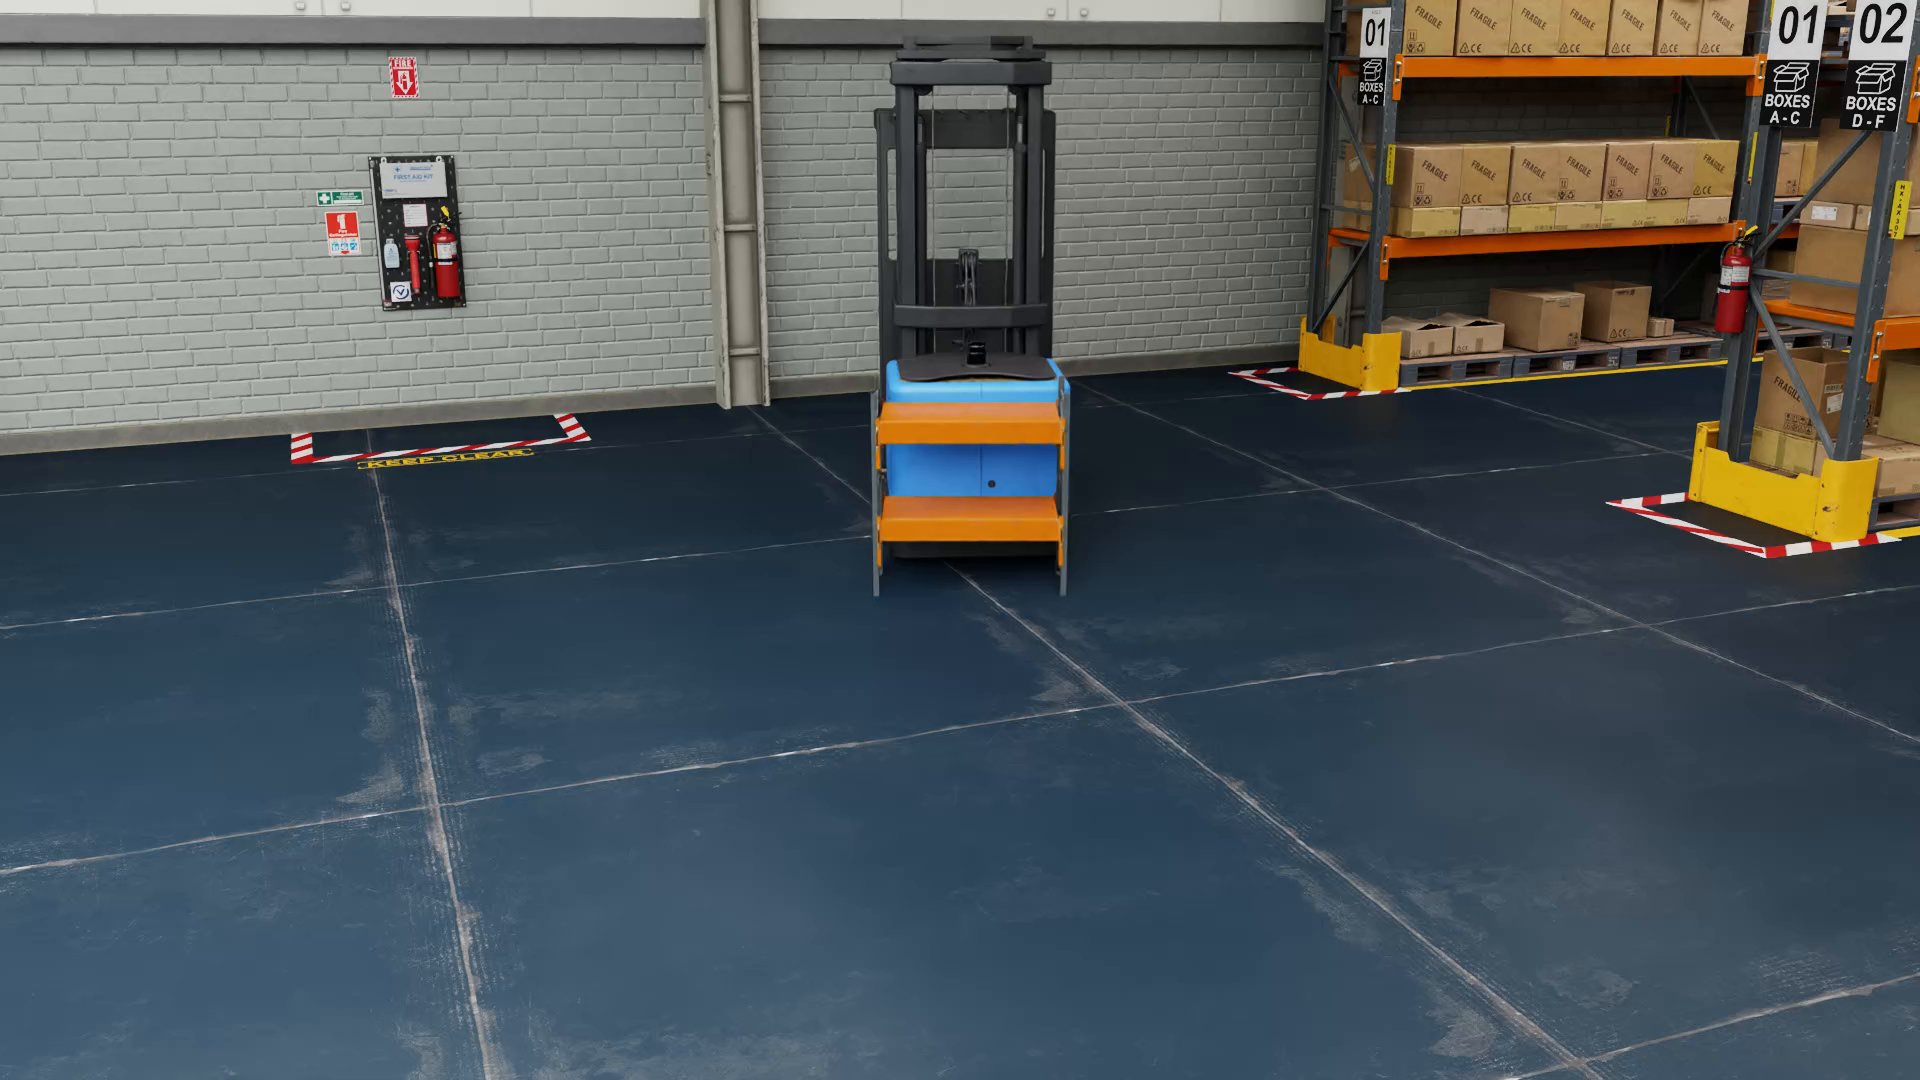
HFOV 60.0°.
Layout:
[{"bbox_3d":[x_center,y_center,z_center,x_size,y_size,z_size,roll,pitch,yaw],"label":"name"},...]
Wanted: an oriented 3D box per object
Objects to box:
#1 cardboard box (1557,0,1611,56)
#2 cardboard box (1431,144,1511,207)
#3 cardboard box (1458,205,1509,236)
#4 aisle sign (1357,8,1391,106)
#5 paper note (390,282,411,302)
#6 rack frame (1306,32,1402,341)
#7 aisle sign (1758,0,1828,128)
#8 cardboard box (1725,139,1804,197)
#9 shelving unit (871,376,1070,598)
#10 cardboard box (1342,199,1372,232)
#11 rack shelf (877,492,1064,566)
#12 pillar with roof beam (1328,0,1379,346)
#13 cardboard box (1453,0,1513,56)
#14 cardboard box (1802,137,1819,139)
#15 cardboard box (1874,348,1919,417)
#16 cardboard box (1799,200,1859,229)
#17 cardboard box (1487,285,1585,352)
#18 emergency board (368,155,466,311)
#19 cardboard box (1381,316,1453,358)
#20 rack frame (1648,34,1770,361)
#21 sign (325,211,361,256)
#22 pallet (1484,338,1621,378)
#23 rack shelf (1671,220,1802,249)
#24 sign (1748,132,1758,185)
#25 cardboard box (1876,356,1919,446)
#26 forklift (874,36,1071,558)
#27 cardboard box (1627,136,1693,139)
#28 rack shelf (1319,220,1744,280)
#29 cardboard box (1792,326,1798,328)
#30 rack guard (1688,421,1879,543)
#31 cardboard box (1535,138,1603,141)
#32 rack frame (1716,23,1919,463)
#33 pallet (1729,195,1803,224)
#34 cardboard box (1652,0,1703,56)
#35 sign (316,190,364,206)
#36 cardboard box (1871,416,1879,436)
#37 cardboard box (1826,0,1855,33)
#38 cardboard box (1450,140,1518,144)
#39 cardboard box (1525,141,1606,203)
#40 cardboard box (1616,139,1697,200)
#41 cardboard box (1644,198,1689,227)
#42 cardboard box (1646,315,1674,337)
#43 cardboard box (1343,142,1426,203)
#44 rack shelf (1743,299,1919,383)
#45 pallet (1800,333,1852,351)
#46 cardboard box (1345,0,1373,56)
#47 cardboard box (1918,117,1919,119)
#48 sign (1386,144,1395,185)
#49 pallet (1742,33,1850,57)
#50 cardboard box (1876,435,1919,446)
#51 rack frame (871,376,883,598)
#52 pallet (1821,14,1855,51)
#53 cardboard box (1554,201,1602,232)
[{"bbox_3d":[5.326,-4.516,14.617,0.500,0.500,0.500,-5,17,-17],"label":"cardboard box"},{"bbox_3d":[4.452,-3.207,14.597,0.500,0.500,0.500,-6,17,-20],"label":"cardboard box"},{"bbox_3d":[4.483,-2.853,14.721,0.500,0.250,0.500,-7,18,-22],"label":"cardboard box"},{"bbox_3d":[3.474,-4.055,13.969,0.004,0.787,0.394,-6,17,-20],"label":"aisle sign"},{"bbox_3d":[-4.336,-1.925,12.895,0.142,0.148,0.016,-6,17,-20],"label":"paper note"},{"bbox_3d":[3.434,-2.894,14.629,0.127,3.000,1.000,-6,17,-20],"label":"rack frame"},{"bbox_3d":[5.043,-2.909,10.066,0.004,0.787,0.394,-6,17,-20],"label":"aisle sign"},{"bbox_3d":[7.656,-3.598,16.070,0.500,0.500,0.700,-6,17,-20],"label":"cardboard box"},{"bbox_3d":[0.054,-0.298,9.118,1.048,1.125,0.538,0,16,0],"label":"shelving unit"},{"bbox_3d":[3.801,-2.929,14.981,0.500,0.250,0.500,-6,17,-19],"label":"cardboard box"},{"bbox_3d":[0.054,-0.064,9.187,1.000,0.278,0.538,0,16,0],"label":"rack shelf"},{"bbox_3d":[5.318,-4.938,10.942,0.400,9.000,9.100,-6,17,-20],"label":"pillar with roof beam"},{"bbox_3d":[4.350,-4.403,14.232,0.500,0.500,0.500,-5,17,-16],"label":"cardboard box"},{"bbox_3d":[8.784,-3.727,16.510,0.500,0.500,0.700,-4,17,-12],"label":"cardboard box"},{"bbox_3d":[6.532,-1.070,11.221,0.500,0.500,0.500,-6,17,-20],"label":"cardboard box"},{"bbox_3d":[5.498,-2.039,10.388,0.250,0.149,0.380,-6,18,-21],"label":"cardboard box"},{"bbox_3d":[5.347,-2.070,15.479,0.500,0.500,0.700,-7,18,-24],"label":"cardboard box"},{"bbox_3d":[-4.146,-2.348,12.770,0.643,1.169,0.194,-6,17,-20],"label":"emergency board"},{"bbox_3d":[4.112,-1.861,15.102,0.500,0.311,0.500,-8,18,-26],"label":"cardboard box"},{"bbox_3d":[7.169,-3.297,16.002,0.127,3.000,1.000,-6,17,-20],"label":"rack frame"},{"bbox_3d":[-4.700,-2.336,12.667,0.234,0.329,0.001,-6,17,-20],"label":"sign"},{"bbox_3d":[5.413,-1.758,15.710,1.213,0.211,1.003,-6,17,-20],"label":"pallet"},{"bbox_3d":[9.036,-3.153,16.790,4.000,0.370,1.077,-6,17,-20],"label":"rack shelf"},{"bbox_3d":[5.028,-2.404,10.486,0.005,0.325,0.100,-6,17,-20],"label":"sign"},{"bbox_3d":[6.256,-0.879,10.572,0.500,0.500,0.500,-6,17,-20],"label":"cardboard box"},{"bbox_3d":[0.019,-1.667,10.572,1.130,2.935,3.031,-1,16,-4],"label":"forklift"},{"bbox_3d":[6.655,-3.602,15.940,0.500,0.500,0.500,-7,18,-21],"label":"cardboard box"},{"bbox_3d":[5.301,-2.750,15.417,4.000,0.370,1.077,-6,17,-20],"label":"rack shelf"},{"bbox_3d":[8.315,-2.453,16.782,0.500,0.500,0.700,-7,18,-21],"label":"cardboard box"},{"bbox_3d":[5.187,-0.389,10.536,0.348,0.500,1.175,-6,17,-20],"label":"rack guard"},{"bbox_3d":[5.703,-3.502,15.600,0.500,0.500,0.500,-6,17,-19],"label":"cardboard box"},{"bbox_3d":[5.210,-1.591,10.192,0.127,3.000,1.000,-6,17,-20],"label":"rack frame"},{"bbox_3d":[7.934,-3.244,16.161,1.213,0.211,1.003,-6,17,-20],"label":"pallet"},{"bbox_3d":[6.309,-4.630,15.005,0.500,0.500,0.500,-8,18,-25],"label":"cardboard box"},{"bbox_3d":[-4.692,-2.589,12.586,0.331,0.109,0.001,-6,17,-20],"label":"sign"},{"bbox_3d":[6.067,-0.658,11.151,0.500,0.250,0.500,-6,17,-20],"label":"cardboard box"},{"bbox_3d":[8.283,-4.991,15.860,0.500,0.311,0.500,-6,17,-18],"label":"cardboard box"},{"bbox_3d":[4.752,-3.396,15.239,0.500,0.500,0.500,-7,18,-22],"label":"cardboard box"},{"bbox_3d":[5.414,-3.313,14.956,0.500,0.500,0.500,-6,17,-18],"label":"cardboard box"},{"bbox_3d":[6.374,-3.414,15.299,0.500,0.500,0.500,-6,17,-20],"label":"cardboard box"},{"bbox_3d":[6.367,-3.059,15.422,0.500,0.250,0.500,-6,17,-20],"label":"cardboard box"},{"bbox_3d":[6.680,-2.087,16.129,0.250,0.166,0.380,-9,18,-27],"label":"cardboard box"},{"bbox_3d":[3.798,-3.295,14.894,0.500,0.500,0.500,-6,18,-21],"label":"cardboard box"},{"bbox_3d":[7.077,-1.447,10.980,4.000,0.370,1.077,-6,17,-20],"label":"rack shelf"},{"bbox_3d":[9.036,-2.162,17.086,1.213,0.211,1.003,-6,17,-20],"label":"pallet"},{"bbox_3d":[3.733,-4.499,14.559,0.500,0.500,0.500,-5,17,-16],"label":"cardboard box"},{"bbox_3d":[6.189,-2.365,10.347,0.500,0.500,0.700,-7,18,-22],"label":"cardboard box"},{"bbox_3d":[3.628,-3.166,14.021,0.005,0.325,0.100,-6,17,-20],"label":"sign"},{"bbox_3d":[7.783,-4.680,15.722,1.003,0.211,1.213,-6,17,-20],"label":"pallet"},{"bbox_3d":[6.256,-0.520,10.680,0.500,0.250,0.500,-6,17,-20],"label":"cardboard box"},{"bbox_3d":[-0.455,-0.298,9.116,0.032,1.125,0.500,0,16,0],"label":"rack frame"},{"bbox_3d":[5.879,-3.052,10.001,1.213,0.211,1.003,-6,17,-20],"label":"pallet"},{"bbox_3d":[5.433,-2.953,15.062,0.500,0.250,0.500,-6,17,-20],"label":"cardboard box"}]
